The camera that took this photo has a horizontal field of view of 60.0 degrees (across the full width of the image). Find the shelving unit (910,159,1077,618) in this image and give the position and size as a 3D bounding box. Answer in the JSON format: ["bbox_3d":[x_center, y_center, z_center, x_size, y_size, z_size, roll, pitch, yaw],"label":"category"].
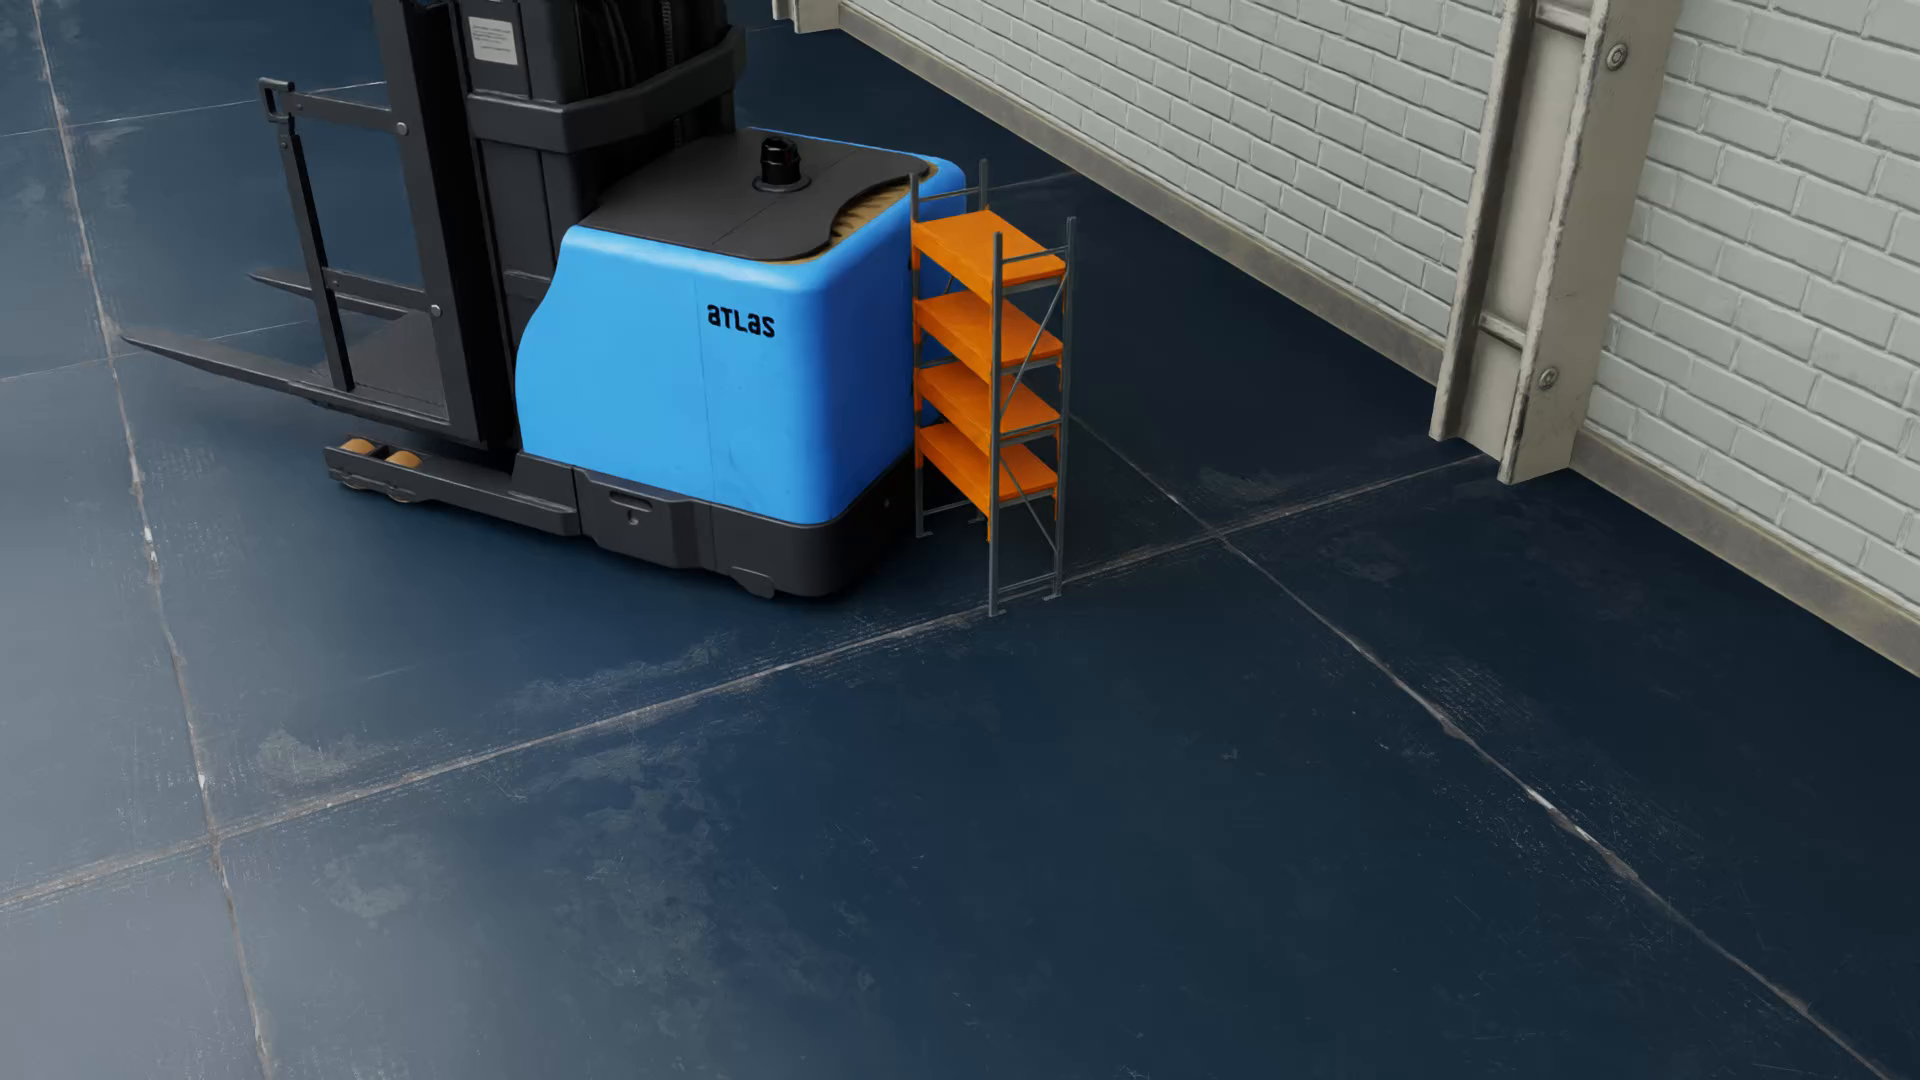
[{"bbox_3d":[0.082,-0.425,4.801,0.258,1.200,0.503,-16,36,-23],"label":"shelving unit"}]

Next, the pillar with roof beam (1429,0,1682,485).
[{"bbox_3d":[-1.942,-3.020,1.622,9.100,9.000,0.400,-16,36,-23],"label":"pillar with roof beam"}]

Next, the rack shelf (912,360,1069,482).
[{"bbox_3d":[0.082,-0.368,4.837,0.258,0.148,0.480,-16,36,-23],"label":"rack shelf"}]

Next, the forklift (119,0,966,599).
[{"bbox_3d":[-1.523,-1.596,5.024,3.031,2.935,1.130,14,35,21],"label":"forklift"}]

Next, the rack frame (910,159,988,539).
[{"bbox_3d":[-0.030,-0.542,4.983,0.240,1.200,0.015,-16,36,-23],"label":"rack frame"}]

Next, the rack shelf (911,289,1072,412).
[{"bbox_3d":[0.082,-0.557,4.717,0.258,0.148,0.480,-16,36,-23],"label":"rack shelf"}]

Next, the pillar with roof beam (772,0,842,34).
[{"bbox_3d":[-4.740,-5.883,6.091,9.100,9.000,0.400,-16,36,-23],"label":"pillar with roof beam"}]

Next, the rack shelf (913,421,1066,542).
[{"bbox_3d":[0.082,-0.201,4.945,0.258,0.148,0.480,-16,36,-23],"label":"rack shelf"}]

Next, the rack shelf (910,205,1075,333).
[{"bbox_3d":[0.082,-0.756,4.589,0.258,0.148,0.480,-16,36,-23],"label":"rack shelf"}]

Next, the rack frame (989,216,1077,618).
[{"bbox_3d":[0.195,-0.308,4.619,0.240,1.200,0.015,-16,36,-23],"label":"rack frame"}]
